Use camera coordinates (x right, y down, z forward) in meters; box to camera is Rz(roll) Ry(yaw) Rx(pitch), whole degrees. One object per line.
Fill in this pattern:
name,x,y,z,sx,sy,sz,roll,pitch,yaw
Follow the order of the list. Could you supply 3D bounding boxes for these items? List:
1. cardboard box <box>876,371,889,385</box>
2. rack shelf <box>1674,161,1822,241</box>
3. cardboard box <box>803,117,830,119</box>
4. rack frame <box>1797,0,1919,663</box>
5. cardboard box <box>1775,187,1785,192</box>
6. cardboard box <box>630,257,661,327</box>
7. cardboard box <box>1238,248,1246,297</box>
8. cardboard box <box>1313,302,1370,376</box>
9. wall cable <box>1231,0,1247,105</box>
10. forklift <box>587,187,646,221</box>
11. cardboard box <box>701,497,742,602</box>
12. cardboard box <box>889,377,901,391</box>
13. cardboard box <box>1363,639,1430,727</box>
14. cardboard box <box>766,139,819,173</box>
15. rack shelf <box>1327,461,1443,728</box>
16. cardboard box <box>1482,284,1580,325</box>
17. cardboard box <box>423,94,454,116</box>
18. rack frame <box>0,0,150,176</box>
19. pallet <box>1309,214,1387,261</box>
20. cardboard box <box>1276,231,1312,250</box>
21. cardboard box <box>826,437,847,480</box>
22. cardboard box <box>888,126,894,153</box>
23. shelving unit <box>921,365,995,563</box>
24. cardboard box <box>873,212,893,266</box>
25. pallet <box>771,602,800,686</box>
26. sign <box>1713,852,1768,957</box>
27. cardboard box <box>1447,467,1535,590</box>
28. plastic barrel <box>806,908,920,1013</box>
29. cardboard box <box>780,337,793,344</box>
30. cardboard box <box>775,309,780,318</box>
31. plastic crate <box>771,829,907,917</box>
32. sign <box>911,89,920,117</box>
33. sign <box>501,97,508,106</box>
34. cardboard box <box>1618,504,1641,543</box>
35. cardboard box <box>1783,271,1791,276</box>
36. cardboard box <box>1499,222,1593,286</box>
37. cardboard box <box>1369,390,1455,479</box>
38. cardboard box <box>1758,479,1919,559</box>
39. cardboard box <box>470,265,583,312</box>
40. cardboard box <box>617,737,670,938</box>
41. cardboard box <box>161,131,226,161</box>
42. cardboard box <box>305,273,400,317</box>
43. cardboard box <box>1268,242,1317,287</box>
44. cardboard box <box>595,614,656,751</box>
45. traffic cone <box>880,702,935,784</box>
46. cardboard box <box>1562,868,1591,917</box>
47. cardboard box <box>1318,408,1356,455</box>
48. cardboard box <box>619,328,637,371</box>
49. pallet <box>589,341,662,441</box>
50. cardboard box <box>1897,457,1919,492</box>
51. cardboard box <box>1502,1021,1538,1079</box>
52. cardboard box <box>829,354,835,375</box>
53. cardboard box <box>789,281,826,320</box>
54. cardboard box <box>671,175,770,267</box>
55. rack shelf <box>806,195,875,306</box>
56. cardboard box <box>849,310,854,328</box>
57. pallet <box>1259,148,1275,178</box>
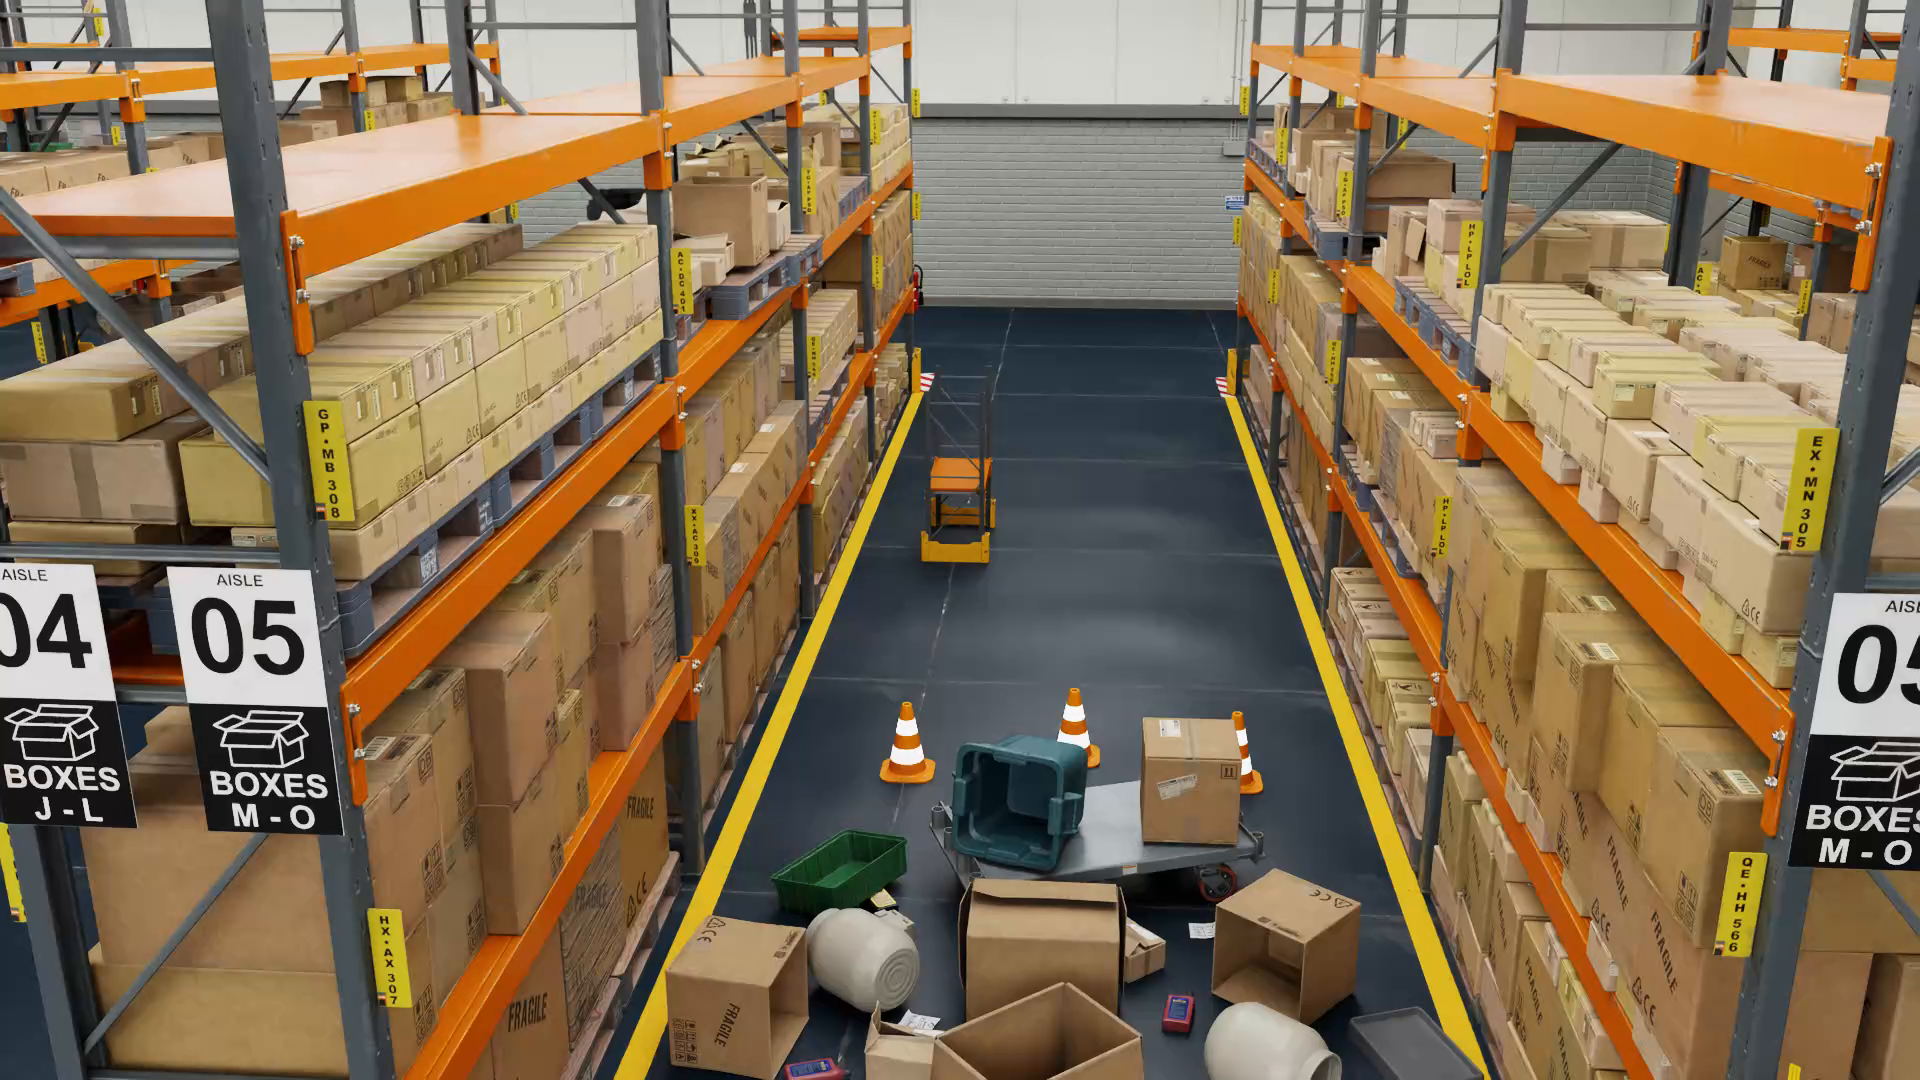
cardboard box,-0.989,-1.784,18.500,0.380,0.149,0.250,1,18,4
rack shelf,8.681,-3.586,17.387,1.077,0.370,4.000,1,18,4
cardboard box,-1.542,-4.278,17.142,0.380,0.149,0.250,1,18,2
rack frame,2.726,-1.114,3.872,1.000,3.000,0.127,1,18,4
cardboard box,8.339,-3.541,16.497,0.380,0.149,0.250,1,18,4
cardboard box,-1.711,-1.169,7.784,0.500,0.250,0.500,1,18,3
cardboard box,3.552,-3.138,19.521,0.500,0.500,0.500,1,18,3
cardboard box,3.104,-1.597,13.213,0.500,0.500,0.500,2,18,5
wall cable,4.000,-7.857,24.448,0.463,3.000,0.029,1,18,4
forklift,-3.033,-1.716,15.454,1.130,2.935,3.031,1,18,3
cardboard box,-1.590,0.053,9.782,0.500,0.500,0.500,1,18,4
cardboard box,-0.884,-1.805,19.041,0.380,0.149,0.250,2,18,5
cardboard box,3.144,0.941,10.780,0.950,0.372,0.625,2,18,6
cardboard box,-1.325,-3.024,13.127,0.396,0.266,0.258,1,18,4
rack shelf,3.156,0.215,10.605,1.077,0.370,4.000,1,18,4
cardboard box,2.665,-1.100,7.769,0.380,0.149,0.250,1,18,3
cardboard box,-6.156,-4.839,19.062,0.700,0.500,0.500,1,18,2
rack frame,-6.585,-3.820,12.130,1.000,3.000,0.127,1,18,4
pallet,3.293,-2.285,12.565,1.213,0.211,1.003,2,18,6
cardboard box,3.291,-2.924,16.222,0.380,0.149,0.250,1,18,3
cardboard box,-1.269,-0.715,14.424,0.500,0.250,0.500,1,18,4
cardboard box,-0.973,-4.281,17.790,0.500,0.250,0.500,0,18,2
shelving unit,-0.005,-0.689,14.617,0.587,1.500,1.083,1,18,4
cardboard box,-0.994,-3.185,17.583,0.500,0.500,0.500,2,18,5
pallet,-1.777,0.741,12.323,1.003,0.211,1.213,1,18,4
sign,2.174,1.017,4.634,0.100,0.325,0.005,1,18,4
cardboard box,2.765,-0.038,7.978,0.700,0.500,0.500,1,18,3
plastic barrel,-0.483,2.026,8.061,0.512,0.421,0.421,17,25,41
cardboard box,-1.360,-1.571,13.675,0.380,0.149,0.250,1,18,2
cardboard box,-1.880,-2.154,15.454,0.380,0.149,0.250,1,18,4
plastic crate,-0.637,1.807,9.014,0.450,0.188,0.662,0,15,35
sign,-0.519,-5.140,19.552,0.100,0.325,0.005,1,18,4
sign,-5.471,-5.246,20.004,0.100,0.325,0.005,1,18,4
cardboard box,2.592,-0.084,5.948,0.380,0.149,0.250,1,18,2
cardboard box,9.018,-2.884,18.672,0.500,0.250,0.500,1,18,4
cardboard box,2.927,-1.480,8.569,0.500,0.250,0.500,2,18,5
cardboard box,2.975,-0.675,10.853,0.500,0.500,0.500,2,18,5
cardboard box,2.456,-0.060,4.595,0.380,0.149,0.250,1,18,4
cardboard box,-1.731,-1.004,6.642,0.380,0.149,0.250,1,18,3
cardboard box,-2.046,1.419,8.513,0.875,0.875,0.875,2,18,5
cardboard box,-6.460,-3.278,14.453,0.797,0.503,0.637,1,18,3
cardboard box,-2.406,-0.939,6.442,0.380,0.149,0.250,1,18,4
cardboard box,3.345,-2.666,16.475,0.500,0.500,0.500,1,18,3
cardboard box,-1.963,0.630,7.943,0.875,0.550,0.550,1,18,4
traffic cone,-0.329,1.238,10.402,0.336,0.463,0.334,1,18,4
cardboard box,2.562,1.336,6.432,0.380,0.149,0.250,1,18,3
cardboard box,3.077,-0.840,12.910,0.500,0.250,0.500,1,18,2
cardboard box,-1.674,-0.859,7.479,0.380,0.149,0.250,2,18,5
pallet,-2.001,-0.714,7.611,1.003,0.211,1.213,1,18,4
cardboard box,2.957,-0.133,4.817,0.380,0.149,0.250,1,18,4
cardboard box,2.593,2.263,6.941,0.500,0.250,0.500,1,18,2
cardboard box,-1.298,-1.535,14.518,0.380,0.149,0.250,1,18,2
cardboard box,-1.605,-2.415,16.838,0.500,0.500,0.500,1,18,4
cardboard box,-1.490,-2.001,10.400,0.500,0.500,0.500,1,18,4
rack shelf,-1.501,-2.532,14.171,1.077,0.370,4.000,1,18,4
cardboard box,-1.207,-2.081,15.709,0.380,0.149,0.250,1,18,4
pallet,3.746,-4.006,17.655,1.003,0.211,1.213,1,18,4
